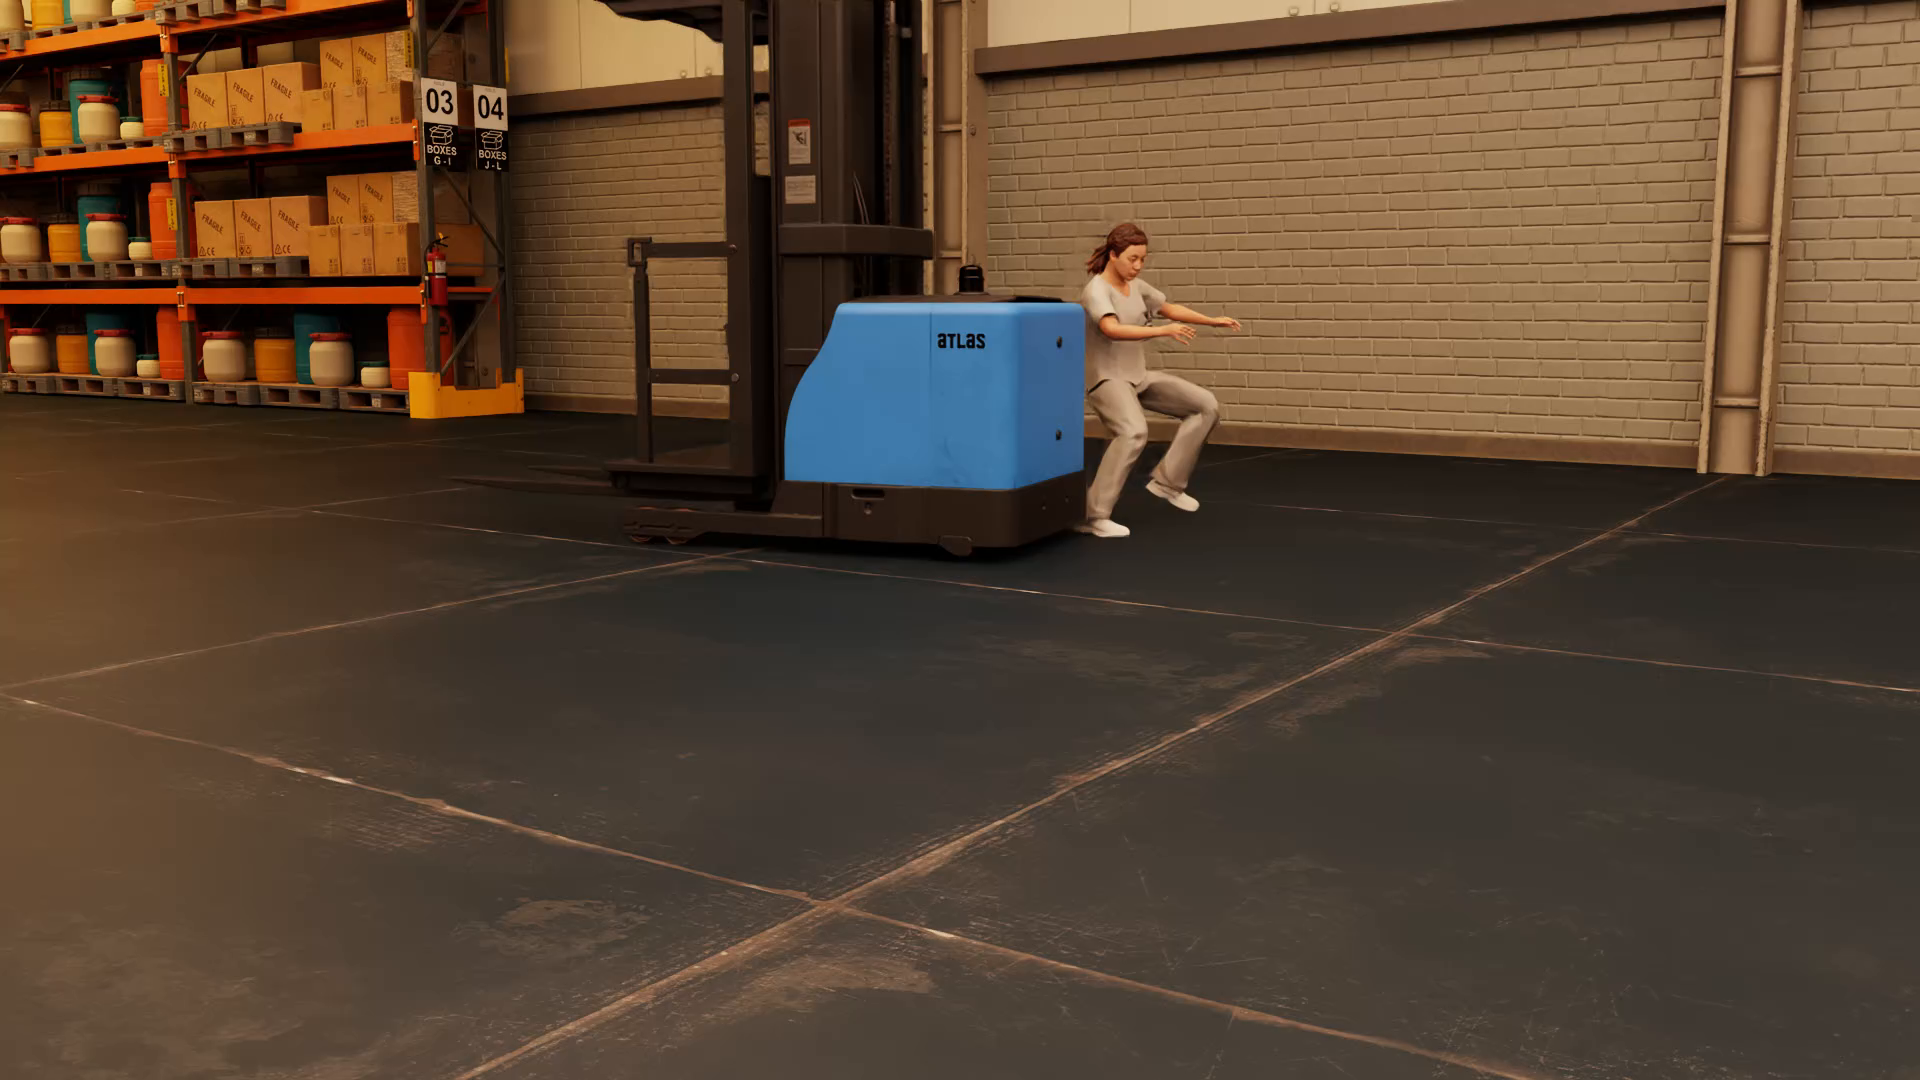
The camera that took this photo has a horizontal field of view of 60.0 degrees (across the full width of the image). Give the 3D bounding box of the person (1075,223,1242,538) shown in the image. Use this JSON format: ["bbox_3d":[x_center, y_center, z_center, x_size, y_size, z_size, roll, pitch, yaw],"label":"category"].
[{"bbox_3d":[0.912,-0.784,7.983,0.699,1.461,0.902,8,11,43],"label":"person"}]

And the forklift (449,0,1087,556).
[{"bbox_3d":[-0.980,-1.492,7.687,3.031,2.935,1.130,3,9,22],"label":"forklift"}]
